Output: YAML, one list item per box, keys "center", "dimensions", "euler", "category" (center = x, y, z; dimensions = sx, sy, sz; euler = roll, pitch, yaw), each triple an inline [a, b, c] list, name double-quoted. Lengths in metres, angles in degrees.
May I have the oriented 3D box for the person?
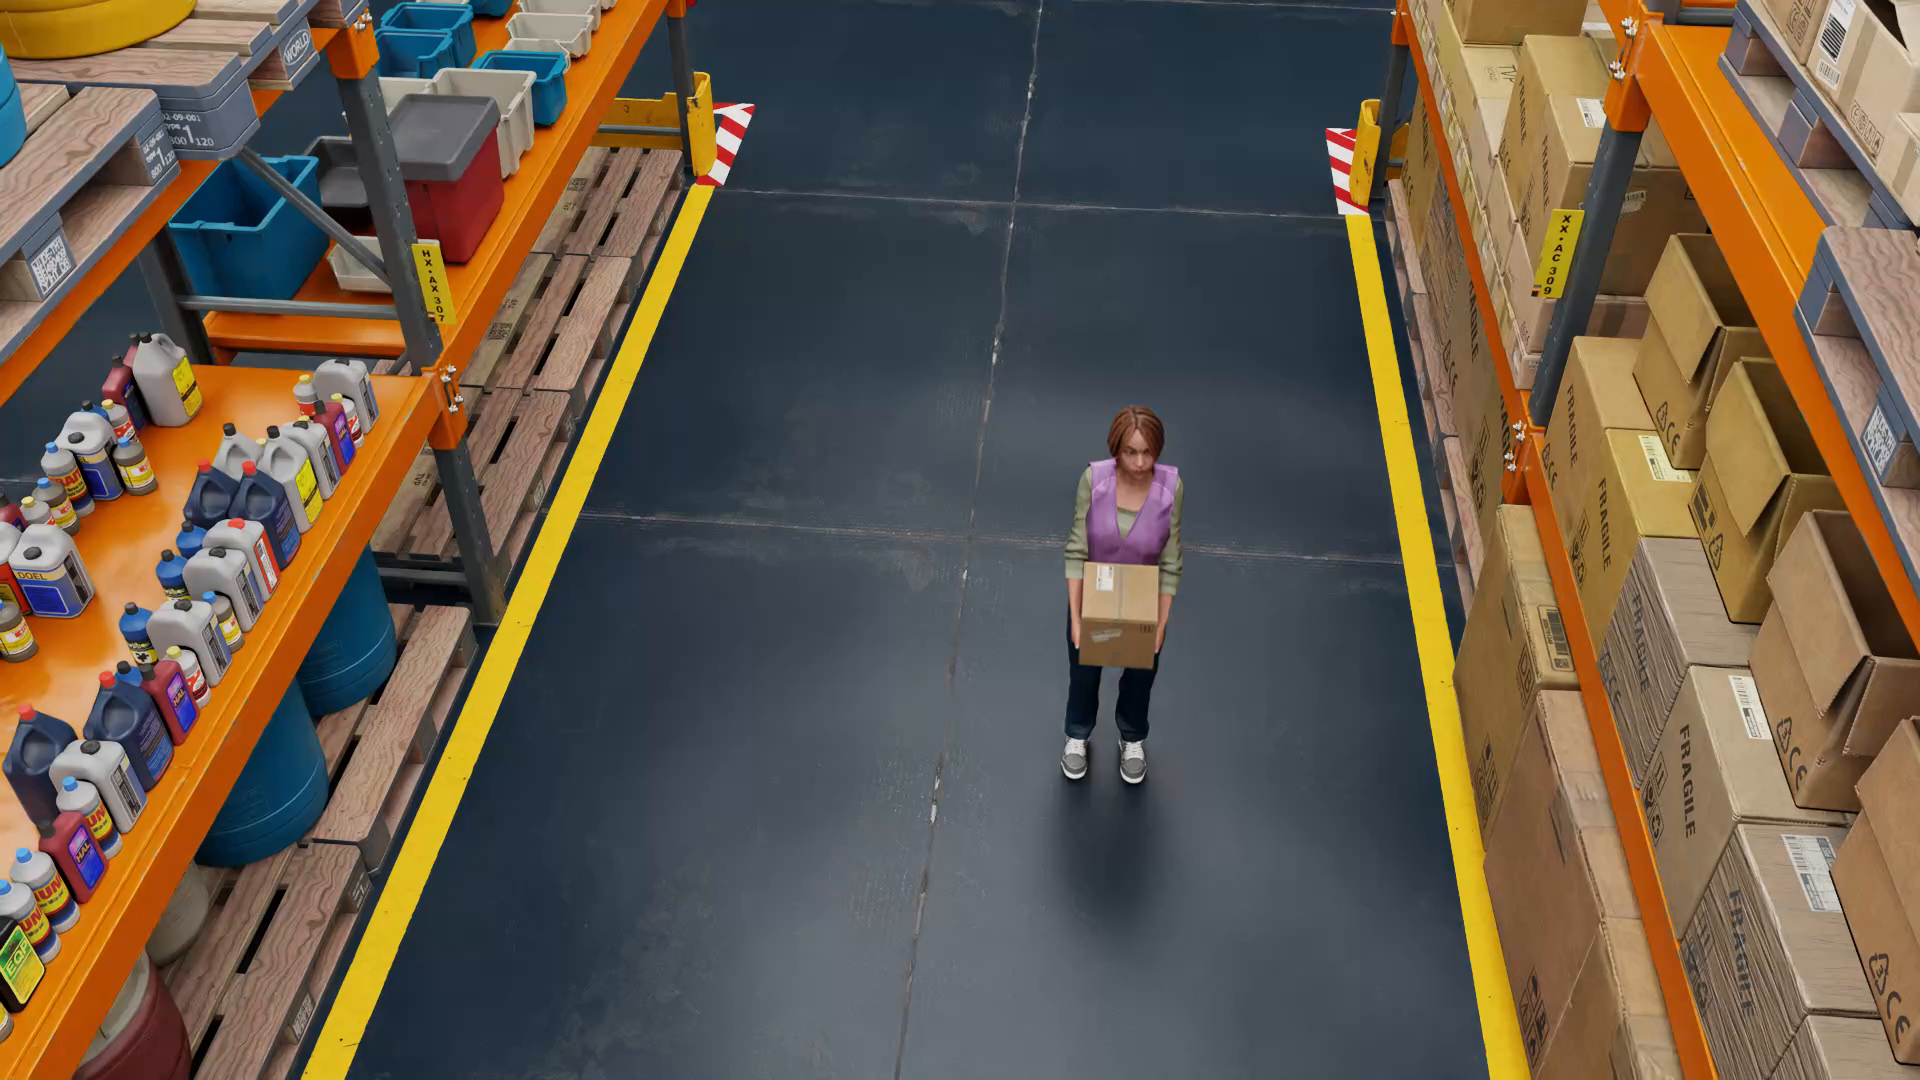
- center: [0.559, 0.273, 5.851]
  dimensions: [0.406, 1.588, 0.497]
  euler: [4, 41, 4]
  category: "person"
